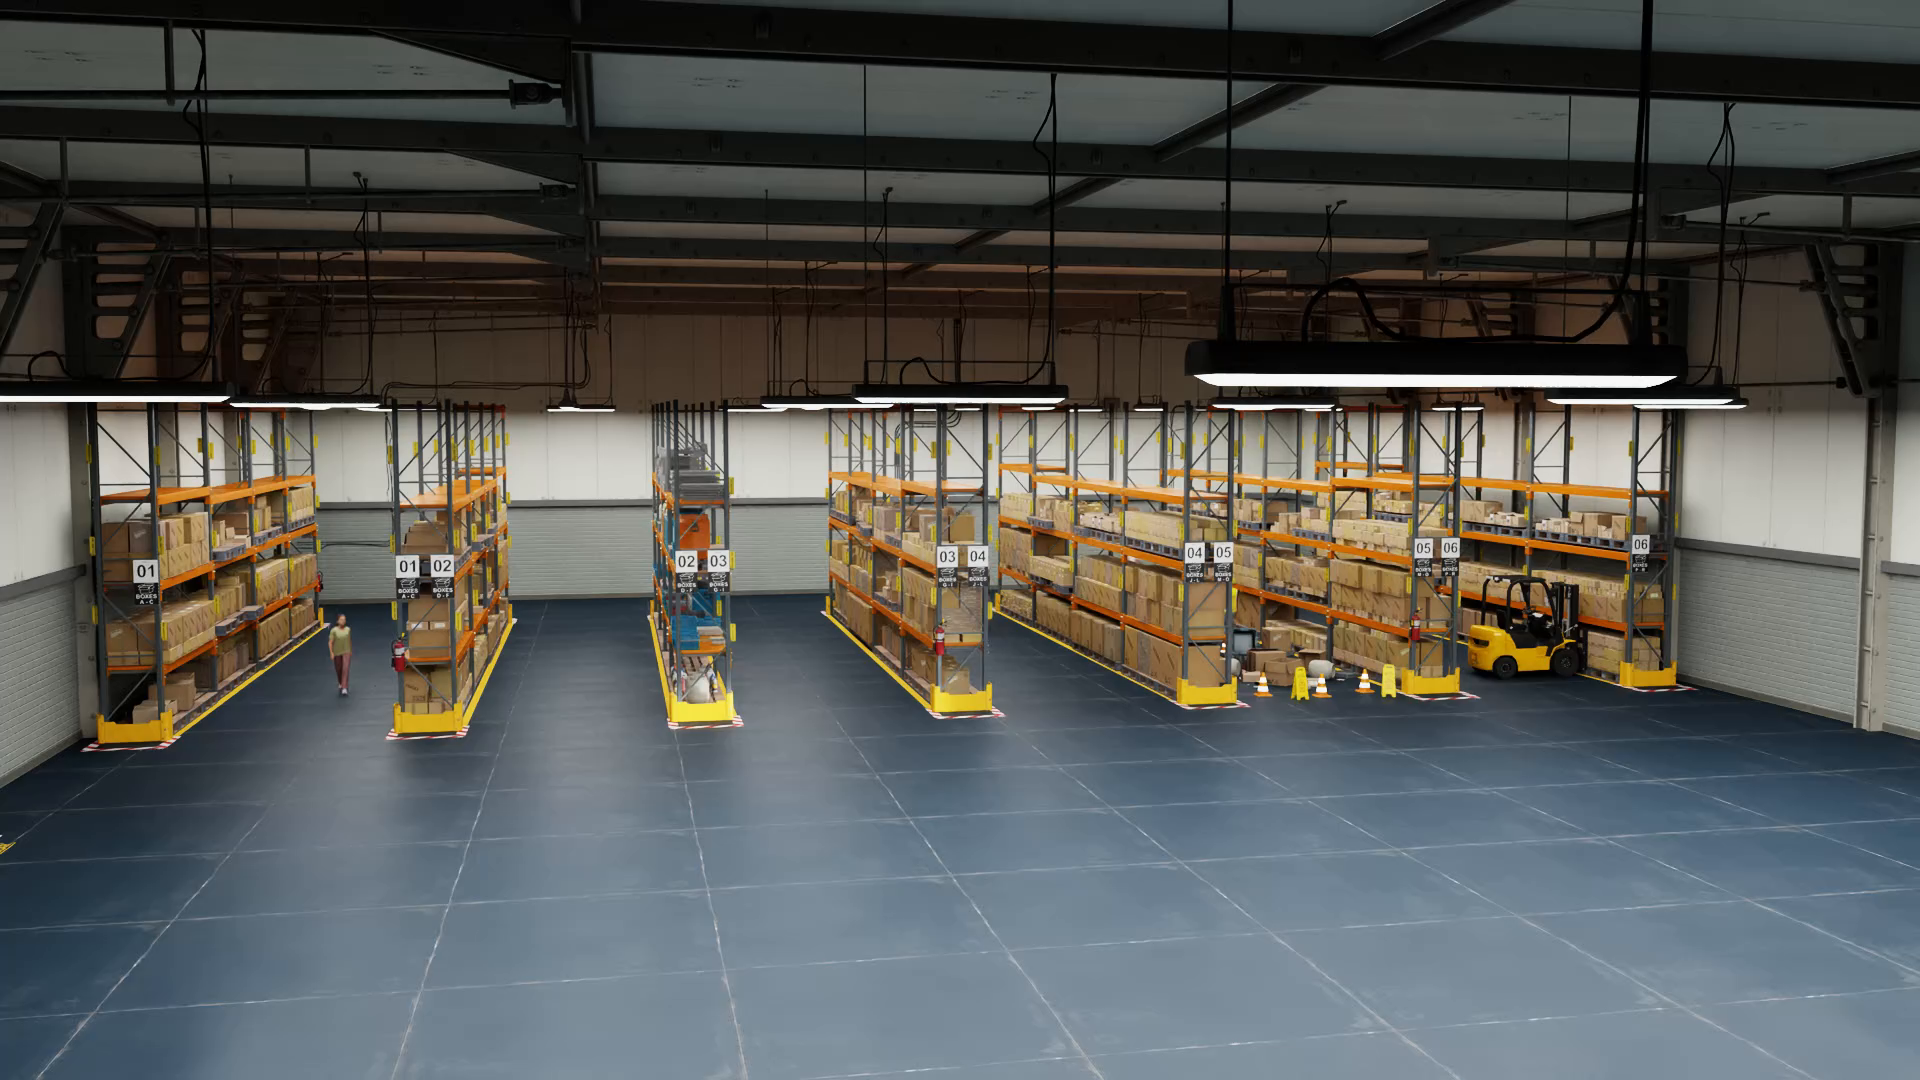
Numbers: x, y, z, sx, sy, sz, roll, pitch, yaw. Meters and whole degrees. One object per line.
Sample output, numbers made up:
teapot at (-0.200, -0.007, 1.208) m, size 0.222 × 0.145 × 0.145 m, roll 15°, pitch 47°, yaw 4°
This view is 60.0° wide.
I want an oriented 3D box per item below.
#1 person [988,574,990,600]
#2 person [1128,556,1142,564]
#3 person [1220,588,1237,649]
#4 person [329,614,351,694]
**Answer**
person at (0.608, 1.506, 44.539) m, size 0.453 × 1.722 × 0.571 m, roll 3°, pitch 5°, yaw 37°
person at (5.308, 1.027, 50.609) m, size 0.733 × 1.757 × 0.617 m, roll -3°, pitch 5°, yaw -34°
person at (6.555, 1.780, 40.695) m, size 0.612 × 1.774 × 0.398 m, roll -4°, pitch 6°, yaw -44°
person at (-12.747, 2.329, 34.187) m, size 0.423 × 1.612 × 1.082 m, roll -1°, pitch 4°, yaw -15°
